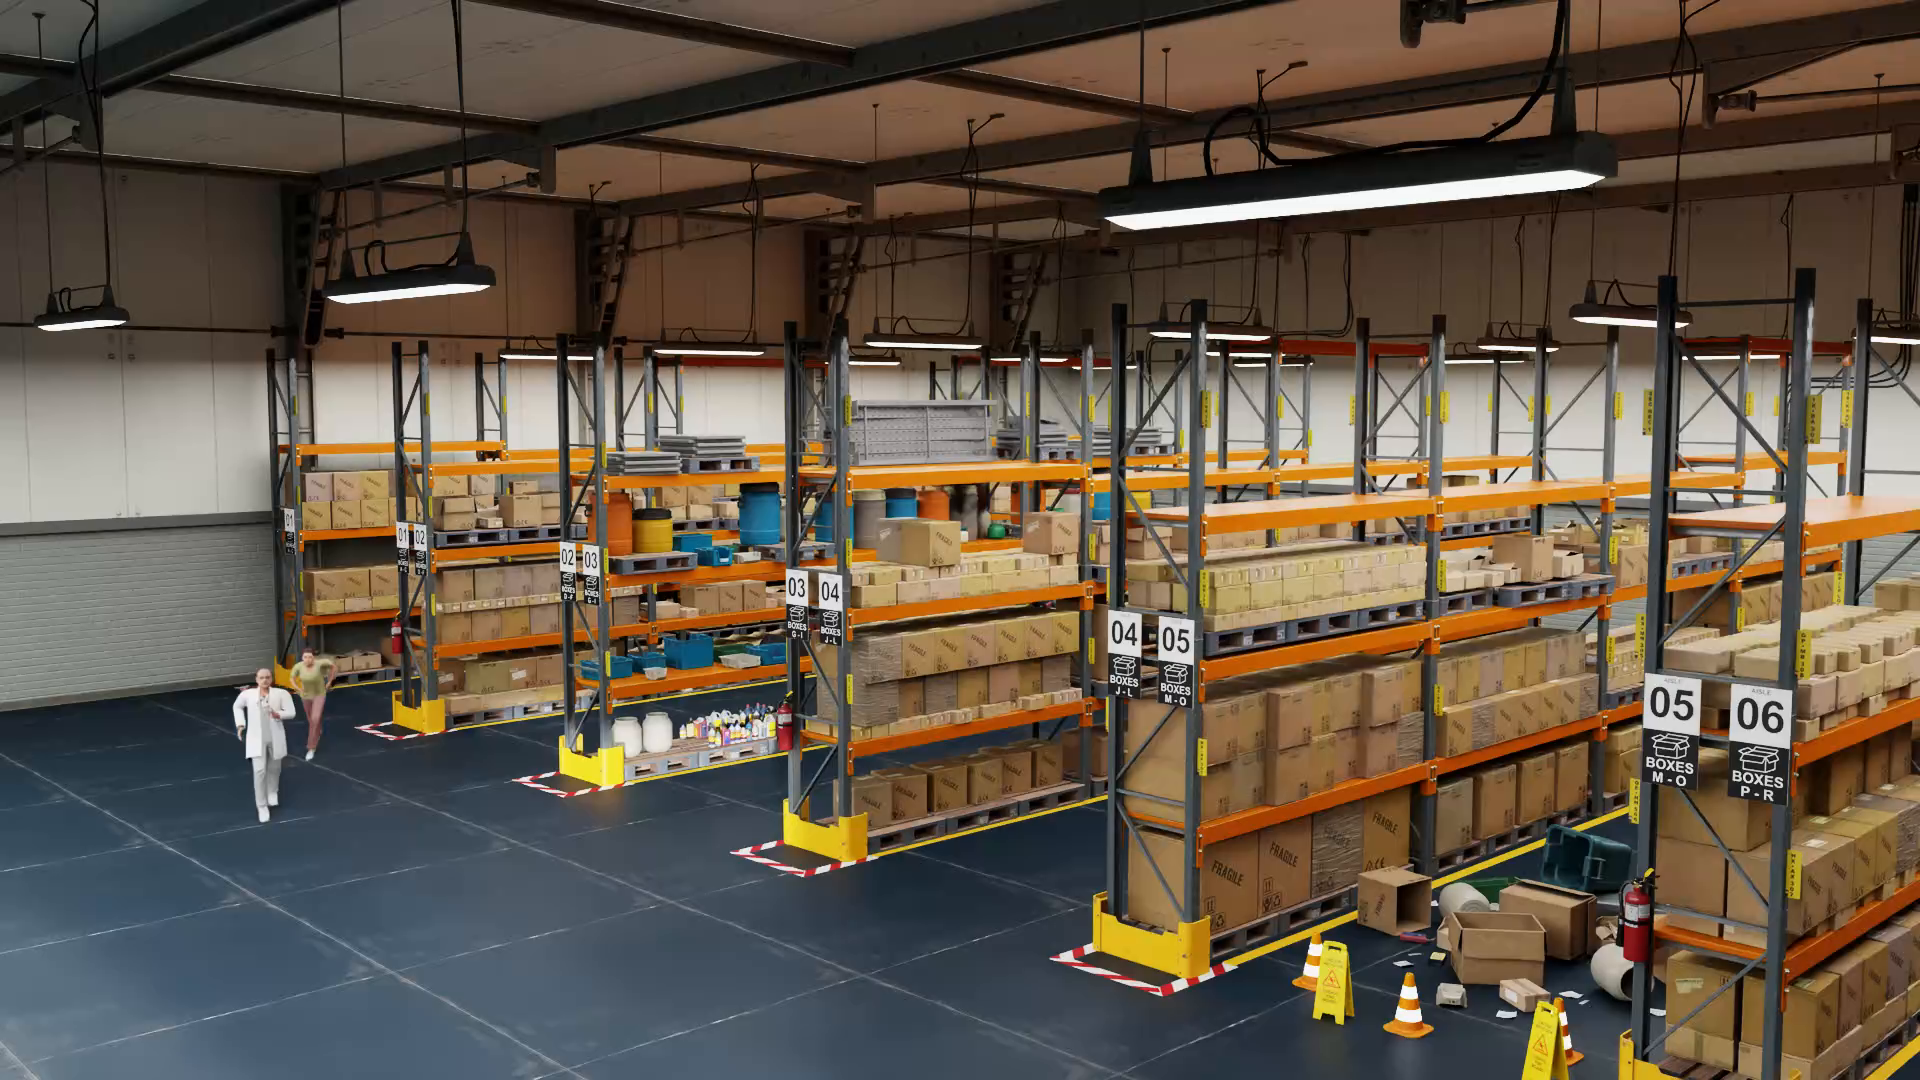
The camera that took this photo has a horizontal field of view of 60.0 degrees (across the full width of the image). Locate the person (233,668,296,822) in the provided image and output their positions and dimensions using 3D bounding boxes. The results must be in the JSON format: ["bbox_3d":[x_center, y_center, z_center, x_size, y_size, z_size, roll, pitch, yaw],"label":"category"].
[{"bbox_3d":[-8.564,2.481,20.522,0.688,1.807,0.995,-3,6,-28],"label":"person"}]

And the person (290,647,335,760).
[{"bbox_3d":[-9.351,2.305,24.065,0.614,1.625,1.008,-1,5,-17],"label":"person"}]
